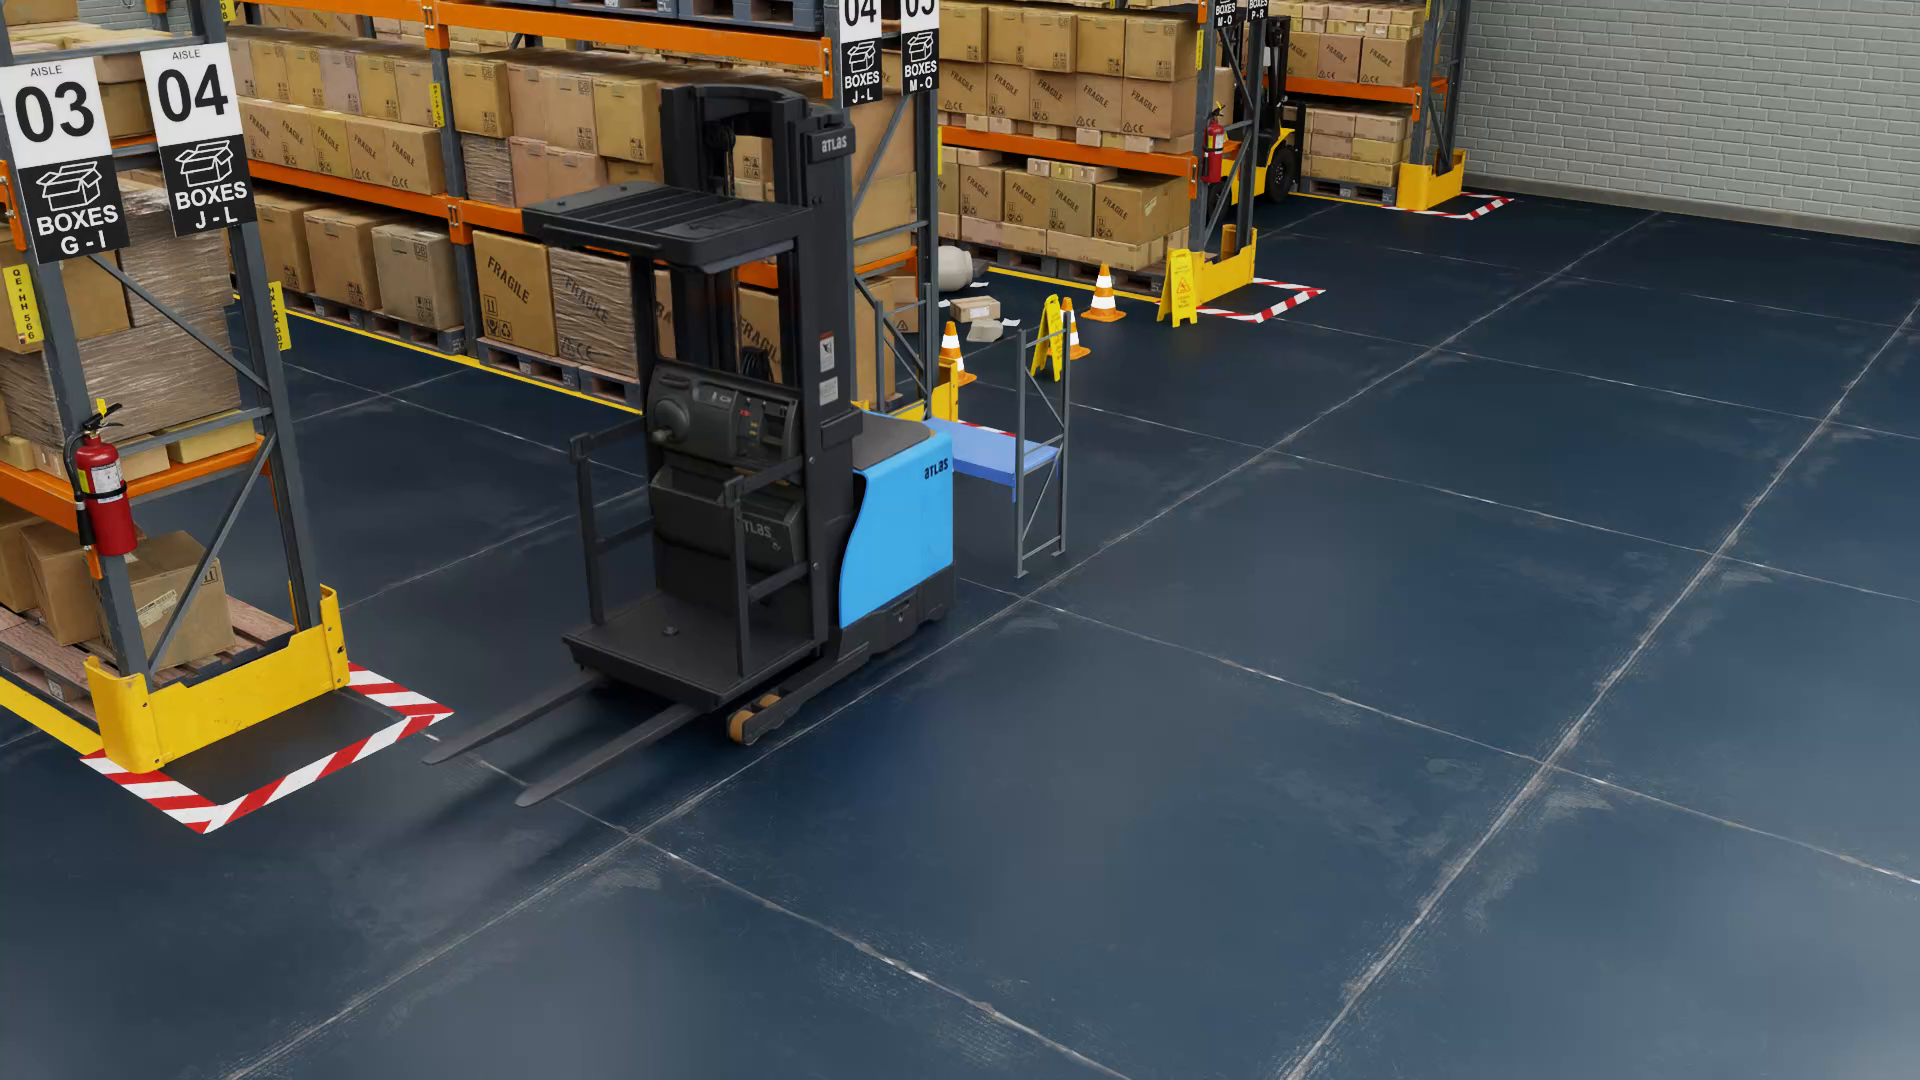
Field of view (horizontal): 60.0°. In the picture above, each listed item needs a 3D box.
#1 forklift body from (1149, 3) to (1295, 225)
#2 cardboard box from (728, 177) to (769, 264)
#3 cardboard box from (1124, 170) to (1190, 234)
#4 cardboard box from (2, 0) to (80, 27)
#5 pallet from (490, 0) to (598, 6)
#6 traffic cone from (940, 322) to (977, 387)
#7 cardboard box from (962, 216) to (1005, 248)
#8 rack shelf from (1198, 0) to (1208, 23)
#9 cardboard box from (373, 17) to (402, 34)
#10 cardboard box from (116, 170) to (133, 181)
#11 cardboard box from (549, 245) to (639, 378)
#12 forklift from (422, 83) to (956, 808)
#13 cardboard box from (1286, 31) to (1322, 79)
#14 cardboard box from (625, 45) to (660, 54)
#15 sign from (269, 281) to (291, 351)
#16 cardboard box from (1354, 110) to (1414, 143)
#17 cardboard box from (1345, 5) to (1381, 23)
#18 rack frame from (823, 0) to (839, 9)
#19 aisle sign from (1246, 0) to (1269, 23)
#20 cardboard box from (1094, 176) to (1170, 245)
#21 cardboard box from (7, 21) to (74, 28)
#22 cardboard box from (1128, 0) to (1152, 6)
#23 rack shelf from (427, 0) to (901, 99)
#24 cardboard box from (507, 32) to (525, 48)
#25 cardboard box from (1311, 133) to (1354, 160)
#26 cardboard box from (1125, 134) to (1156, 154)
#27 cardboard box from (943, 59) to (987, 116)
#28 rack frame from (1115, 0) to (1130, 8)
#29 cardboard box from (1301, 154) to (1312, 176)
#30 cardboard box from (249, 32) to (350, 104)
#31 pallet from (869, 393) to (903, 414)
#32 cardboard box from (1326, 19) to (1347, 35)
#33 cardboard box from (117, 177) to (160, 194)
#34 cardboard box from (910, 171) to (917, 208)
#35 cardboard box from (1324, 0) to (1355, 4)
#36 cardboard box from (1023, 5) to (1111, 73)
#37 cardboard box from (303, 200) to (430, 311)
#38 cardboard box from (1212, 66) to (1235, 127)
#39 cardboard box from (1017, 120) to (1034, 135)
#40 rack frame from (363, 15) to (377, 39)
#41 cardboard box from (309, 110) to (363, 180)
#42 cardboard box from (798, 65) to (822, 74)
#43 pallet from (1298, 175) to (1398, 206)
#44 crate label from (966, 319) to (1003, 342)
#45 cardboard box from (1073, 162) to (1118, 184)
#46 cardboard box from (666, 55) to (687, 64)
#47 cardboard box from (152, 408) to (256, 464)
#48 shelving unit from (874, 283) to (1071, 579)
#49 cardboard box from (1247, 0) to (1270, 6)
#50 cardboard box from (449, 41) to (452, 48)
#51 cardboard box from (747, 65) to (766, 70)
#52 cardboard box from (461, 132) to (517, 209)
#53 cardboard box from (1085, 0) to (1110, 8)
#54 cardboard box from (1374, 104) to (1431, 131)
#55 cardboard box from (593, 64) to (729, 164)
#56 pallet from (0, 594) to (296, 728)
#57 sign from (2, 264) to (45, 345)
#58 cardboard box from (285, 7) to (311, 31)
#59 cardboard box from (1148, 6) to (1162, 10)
[{"bbox_3d":[2.754,-4.762,18.390,1.214,2.155,2.313,17,29,33],"label":"forklift body"},{"bbox_3d":[-1.273,-2.326,11.623,0.550,0.550,0.875,17,29,33],"label":"cardboard box"},{"bbox_3d":[1.893,-3.245,15.854,0.500,0.500,0.500,16,28,32],"label":"cardboard box"},{"bbox_3d":[-4.578,-2.710,7.848,0.500,0.500,0.500,17,29,33],"label":"cardboard box"},{"bbox_3d":[-3.048,-4.155,12.349,1.213,0.211,1.003,17,29,33],"label":"pallet"},{"bbox_3d":[-0.069,-1.482,13.040,0.334,0.463,0.336,17,29,33],"label":"traffic cone"},{"bbox_3d":[0.361,-3.097,16.447,0.500,0.250,0.500,16,29,33],"label":"cardboard box"},{"bbox_3d":[0.791,-5.205,15.515,4.000,0.370,1.077,17,29,33],"label":"rack shelf"},{"bbox_3d":[-7.027,-6.543,20.945,0.500,0.250,0.500,16,28,32],"label":"cardboard box"},{"bbox_3d":[-8.013,-3.582,16.309,0.500,0.250,0.500,17,29,34],"label":"cardboard box"},{"bbox_3d":[-2.512,-1.852,12.848,0.875,0.875,0.875,17,29,34],"label":"cardboard box"},{"bbox_3d":[-1.278,-0.572,7.913,1.130,2.935,3.031,16,28,31],"label":"forklift"},{"bbox_3d":[3.995,-5.613,19.144,0.500,0.500,0.500,16,29,32],"label":"cardboard box"},{"bbox_3d":[-3.367,-5.679,18.406,0.500,0.500,0.500,19,30,36],"label":"cardboard box"},{"bbox_3d":[-3.226,-1.052,7.844,0.005,0.325,0.100,17,29,33],"label":"sign"},{"bbox_3d":[4.810,-4.683,18.807,0.500,0.250,0.500,18,29,35],"label":"cardboard box"},{"bbox_3d":[4.511,-5.882,18.582,0.250,0.149,0.380,18,29,34],"label":"cardboard box"},{"bbox_3d":[-0.496,-4.802,9.988,0.127,3.000,1.000,17,29,33],"label":"rack frame"},{"bbox_3d":[2.627,-4.953,14.546,0.004,0.787,0.394,17,29,33],"label":"aisle sign"},{"bbox_3d":[1.594,-3.065,15.445,0.500,0.500,0.500,17,29,34],"label":"cardboard box"},{"bbox_3d":[-4.426,-2.372,7.886,0.250,0.149,0.380,17,29,33],"label":"cardboard box"},{"bbox_3d":[2.242,-6.554,20.106,0.250,0.149,0.380,18,29,34],"label":"cardboard box"},{"bbox_3d":[-2.096,-3.584,11.835,4.000,0.370,1.077,17,29,33],"label":"rack shelf"},{"bbox_3d":[-4.962,-5.931,19.556,0.500,0.250,0.500,16,28,32],"label":"cardboard box"},{"bbox_3d":[4.394,-4.585,19.204,0.500,0.250,0.500,16,29,33],"label":"cardboard box"},{"bbox_3d":[1.695,-3.610,15.034,0.250,0.149,0.380,16,29,33],"label":"cardboard box"},{"bbox_3d":[0.186,-4.391,16.003,0.500,0.500,0.500,17,29,33],"label":"cardboard box"},{"bbox_3d":[2.165,-6.248,20.710,0.127,3.000,1.000,17,29,33],"label":"rack frame"},{"bbox_3d":[4.013,-4.473,19.572,0.500,0.250,0.500,17,29,34],"label":"cardboard box"},{"bbox_3d":[-5.727,-4.137,14.556,0.500,0.500,0.700,16,29,33],"label":"cardboard box"},{"bbox_3d":[-1.183,-0.948,12.141,1.213,0.211,1.003,17,29,33],"label":"pallet"},{"bbox_3d":[4.336,-5.815,18.798,0.250,0.149,0.380,17,29,33],"label":"cardboard box"},{"bbox_3d":[-4.224,-1.464,8.120,0.500,0.500,0.500,17,29,33],"label":"cardboard box"},{"bbox_3d":[-0.499,-3.693,16.870,0.500,0.500,0.500,18,30,36],"label":"cardboard box"},{"bbox_3d":[4.401,-6.163,19.220,0.250,0.149,0.380,18,29,35],"label":"cardboard box"},{"bbox_3d":[0.982,-4.585,15.204,0.500,0.500,0.700,16,29,33],"label":"cardboard box"},{"bbox_3d":[-5.017,-2.542,14.569,0.750,0.750,1.050,17,29,33],"label":"cardboard box"},{"bbox_3d":[2.179,-4.064,15.260,0.500,0.500,0.500,16,29,33],"label":"cardboard box"},{"bbox_3d":[0.753,-3.960,15.830,0.250,0.149,0.380,17,29,33],"label":"cardboard box"},{"bbox_3d":[-7.210,-6.580,21.463,0.127,3.000,1.000,17,29,33],"label":"rack frame"},{"bbox_3d":[-5.083,-3.354,14.018,0.500,0.500,0.500,17,29,34],"label":"cardboard box"},{"bbox_3d":[-1.316,-5.057,16.993,0.500,0.500,0.500,16,29,32],"label":"cardboard box"},{"bbox_3d":[4.729,-4.176,19.465,1.213,0.211,1.003,17,29,33],"label":"pallet"},{"bbox_3d":[0.214,-1.786,14.133,0.298,0.136,0.250,3,24,6],"label":"crate label"},{"bbox_3d":[1.260,-3.429,15.466,0.250,0.149,0.380,18,29,35],"label":"cardboard box"},{"bbox_3d":[-3.016,-5.285,18.315,0.250,0.149,0.380,19,30,36],"label":"cardboard box"},{"bbox_3d":[-3.637,-0.512,8.002,0.250,0.149,0.380,17,29,33],"label":"cardboard box"},{"bbox_3d":[0.068,-0.666,9.901,1.048,1.500,0.538,17,29,33],"label":"shelving unit"},{"bbox_3d":[3.531,-6.213,19.334,0.250,0.149,0.380,17,29,33],"label":"cardboard box"},{"bbox_3d":[-6.201,-6.066,20.483,0.500,0.250,0.500,17,29,33],"label":"cardboard box"},{"bbox_3d":[-2.020,-4.939,17.529,0.250,0.149,0.380,17,29,34],"label":"cardboard box"},{"bbox_3d":[-3.394,-3.007,13.169,0.550,0.550,0.875,17,29,33],"label":"cardboard box"},{"bbox_3d":[1.759,-6.601,20.583,0.250,0.149,0.380,18,29,35],"label":"cardboard box"},{"bbox_3d":[5.095,-4.849,19.185,0.500,0.250,0.500,16,29,33],"label":"cardboard box"},{"bbox_3d":[-2.134,-3.090,12.018,0.500,0.550,0.875,17,29,33],"label":"cardboard box"},{"bbox_3d":[-4.241,0.569,8.696,1.213,0.211,1.003,17,29,33],"label":"pallet"},{"bbox_3d":[-3.901,-0.981,6.928,0.005,0.325,0.100,17,29,33],"label":"sign"},{"bbox_3d":[-8.561,-6.895,22.054,0.500,0.500,0.500,16,29,33],"label":"cardboard box"},{"bbox_3d":[2.471,-6.366,20.050,0.250,0.149,0.380,18,29,34],"label":"cardboard box"}]
